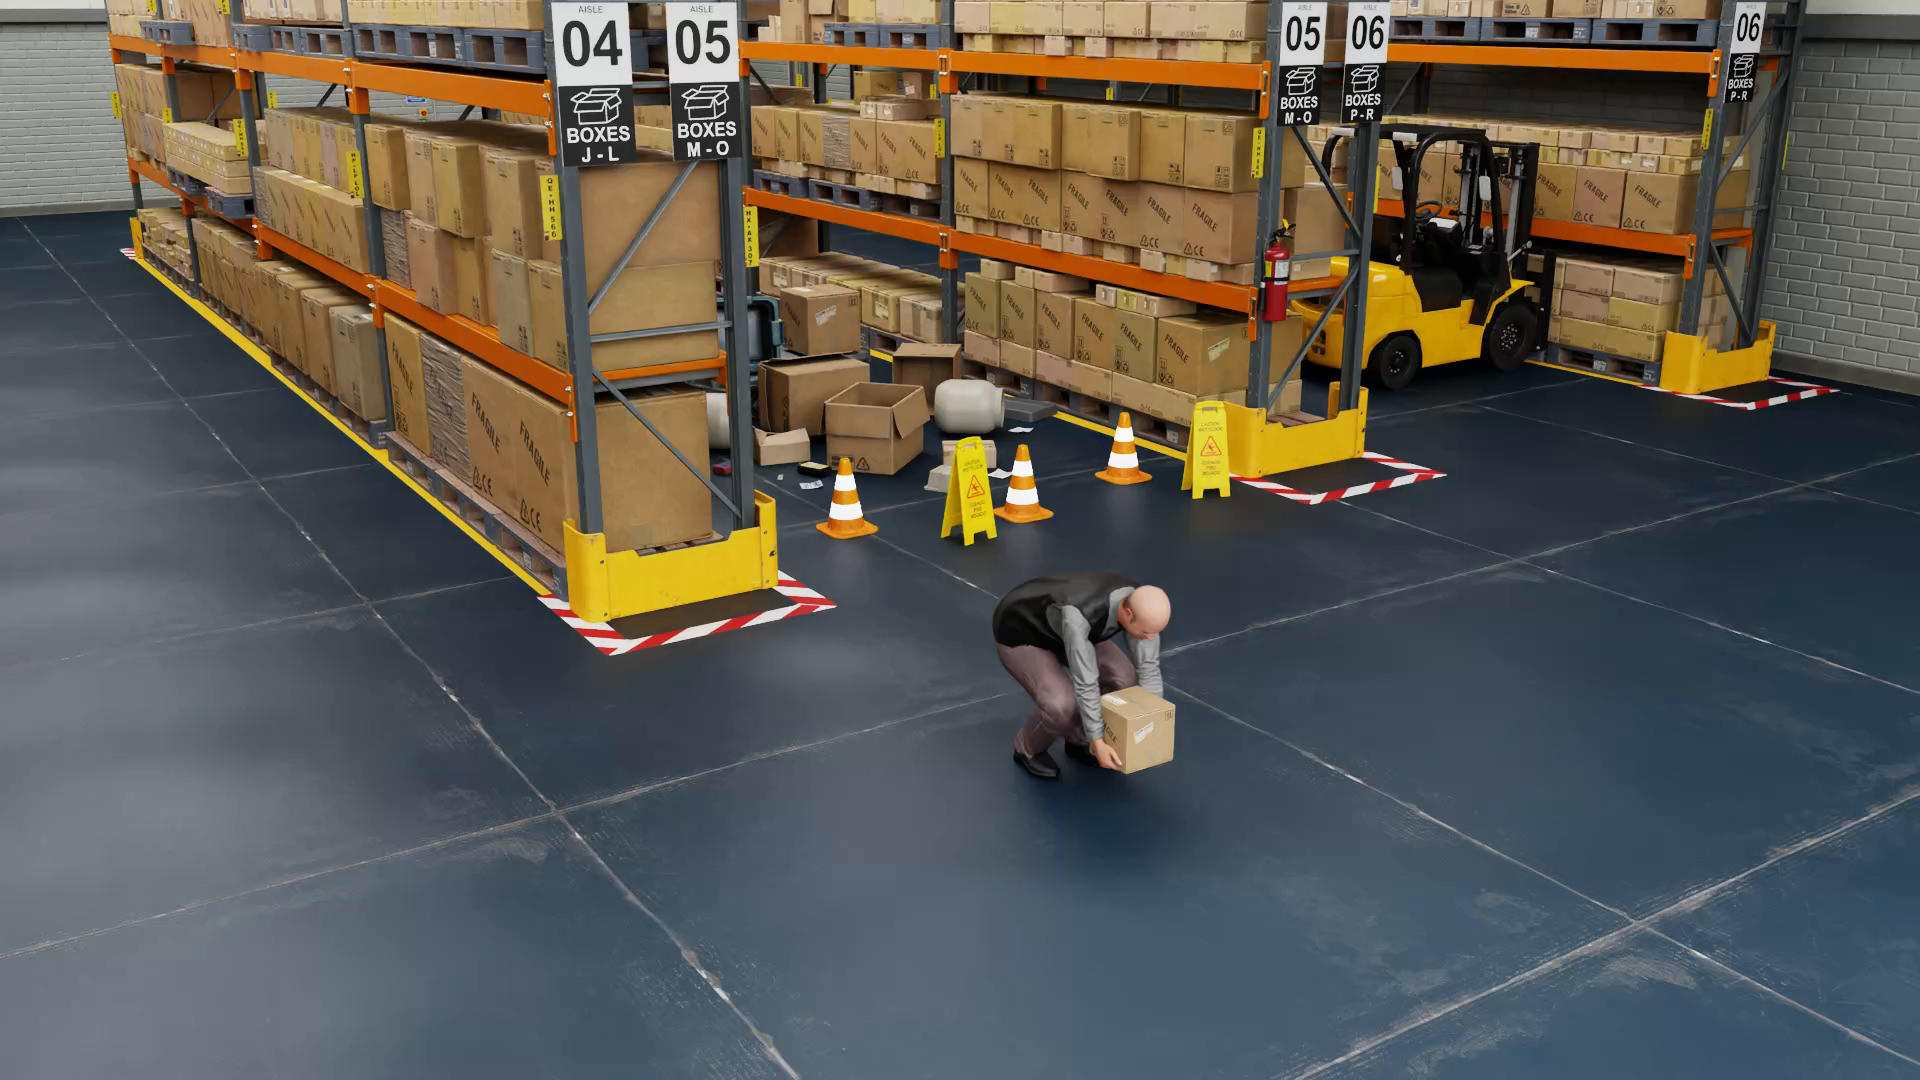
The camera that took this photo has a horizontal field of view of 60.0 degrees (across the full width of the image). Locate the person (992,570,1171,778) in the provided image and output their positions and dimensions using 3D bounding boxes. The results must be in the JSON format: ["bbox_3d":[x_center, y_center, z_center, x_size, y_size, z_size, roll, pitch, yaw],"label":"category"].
[{"bbox_3d":[0.530,0.560,7.117,0.509,0.957,0.906,-12,22,-33],"label":"person"}]
